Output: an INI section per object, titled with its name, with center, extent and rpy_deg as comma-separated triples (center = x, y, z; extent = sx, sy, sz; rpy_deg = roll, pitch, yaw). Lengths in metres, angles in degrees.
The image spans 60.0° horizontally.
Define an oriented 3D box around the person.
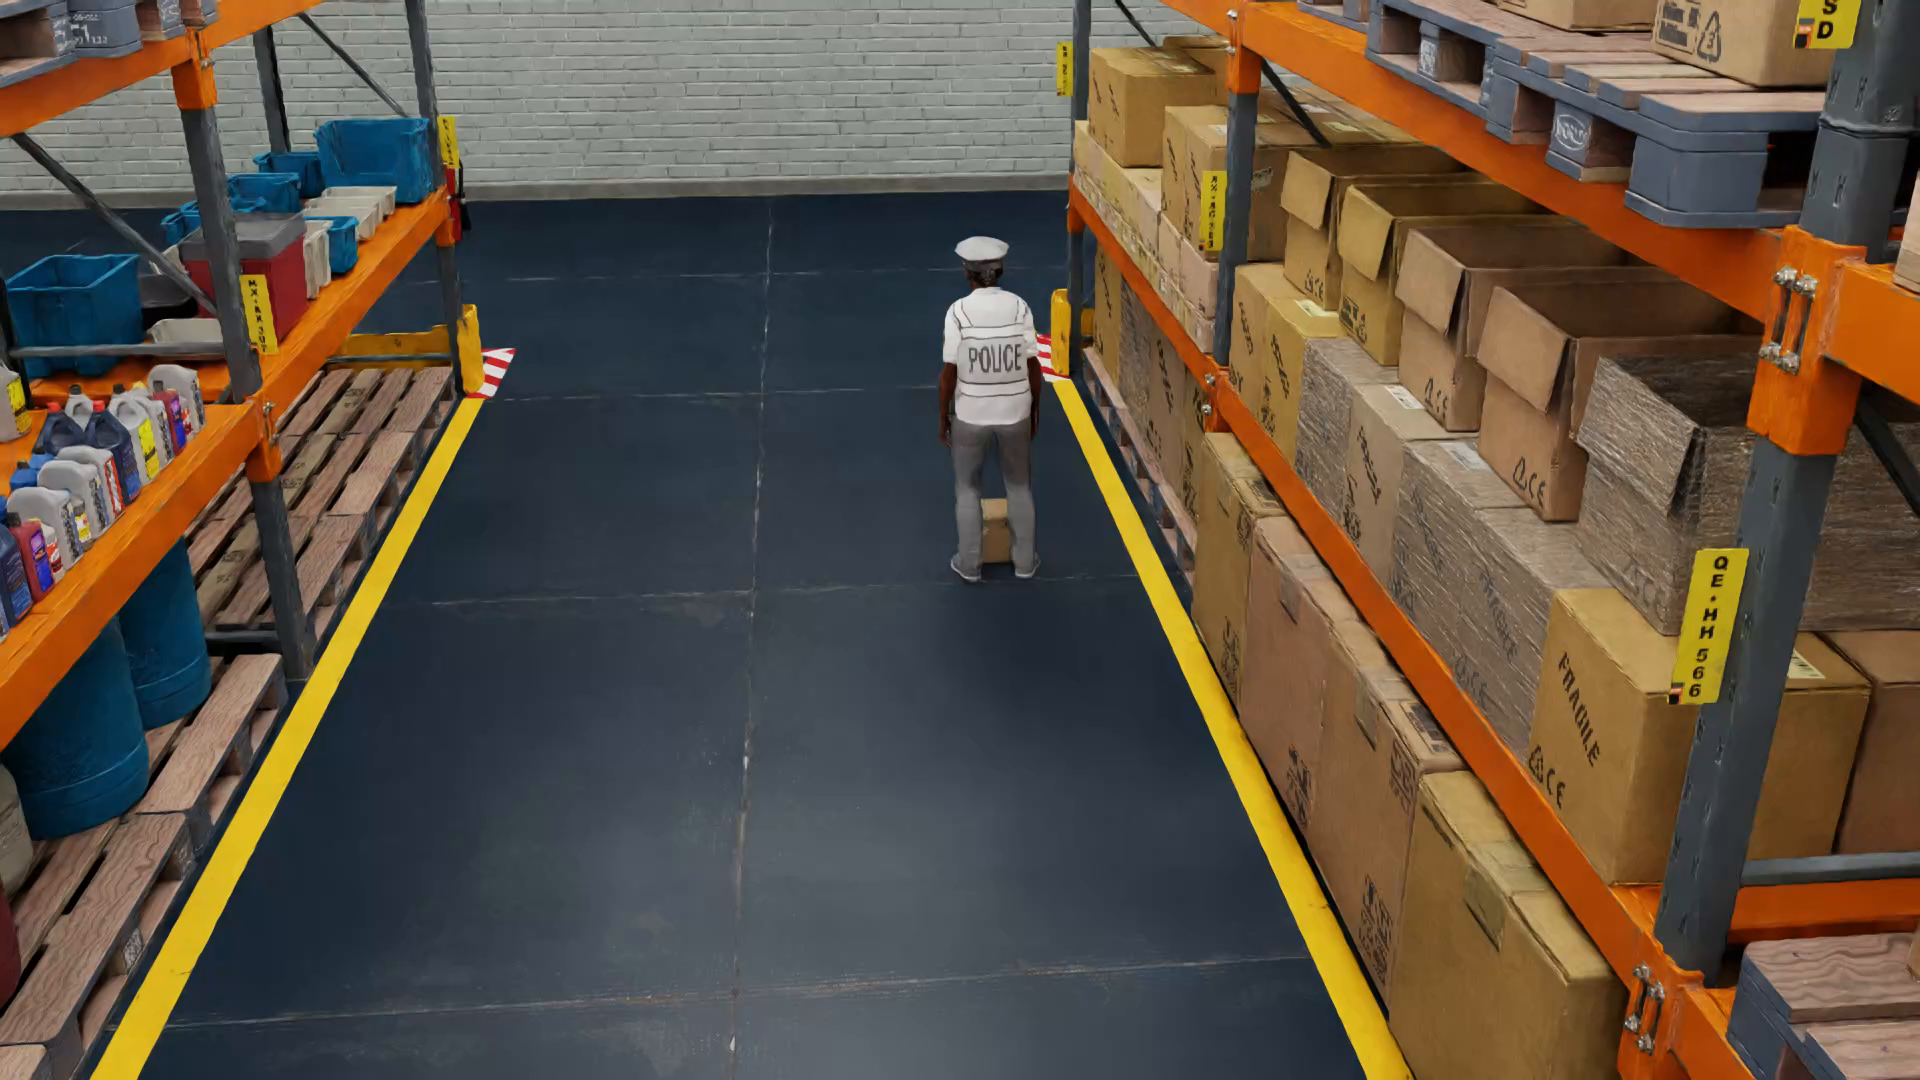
[person]
center = 0.160, -0.595, 7.945
extent = 0.506, 1.660, 0.393
rpy_deg = -2, 24, -5
